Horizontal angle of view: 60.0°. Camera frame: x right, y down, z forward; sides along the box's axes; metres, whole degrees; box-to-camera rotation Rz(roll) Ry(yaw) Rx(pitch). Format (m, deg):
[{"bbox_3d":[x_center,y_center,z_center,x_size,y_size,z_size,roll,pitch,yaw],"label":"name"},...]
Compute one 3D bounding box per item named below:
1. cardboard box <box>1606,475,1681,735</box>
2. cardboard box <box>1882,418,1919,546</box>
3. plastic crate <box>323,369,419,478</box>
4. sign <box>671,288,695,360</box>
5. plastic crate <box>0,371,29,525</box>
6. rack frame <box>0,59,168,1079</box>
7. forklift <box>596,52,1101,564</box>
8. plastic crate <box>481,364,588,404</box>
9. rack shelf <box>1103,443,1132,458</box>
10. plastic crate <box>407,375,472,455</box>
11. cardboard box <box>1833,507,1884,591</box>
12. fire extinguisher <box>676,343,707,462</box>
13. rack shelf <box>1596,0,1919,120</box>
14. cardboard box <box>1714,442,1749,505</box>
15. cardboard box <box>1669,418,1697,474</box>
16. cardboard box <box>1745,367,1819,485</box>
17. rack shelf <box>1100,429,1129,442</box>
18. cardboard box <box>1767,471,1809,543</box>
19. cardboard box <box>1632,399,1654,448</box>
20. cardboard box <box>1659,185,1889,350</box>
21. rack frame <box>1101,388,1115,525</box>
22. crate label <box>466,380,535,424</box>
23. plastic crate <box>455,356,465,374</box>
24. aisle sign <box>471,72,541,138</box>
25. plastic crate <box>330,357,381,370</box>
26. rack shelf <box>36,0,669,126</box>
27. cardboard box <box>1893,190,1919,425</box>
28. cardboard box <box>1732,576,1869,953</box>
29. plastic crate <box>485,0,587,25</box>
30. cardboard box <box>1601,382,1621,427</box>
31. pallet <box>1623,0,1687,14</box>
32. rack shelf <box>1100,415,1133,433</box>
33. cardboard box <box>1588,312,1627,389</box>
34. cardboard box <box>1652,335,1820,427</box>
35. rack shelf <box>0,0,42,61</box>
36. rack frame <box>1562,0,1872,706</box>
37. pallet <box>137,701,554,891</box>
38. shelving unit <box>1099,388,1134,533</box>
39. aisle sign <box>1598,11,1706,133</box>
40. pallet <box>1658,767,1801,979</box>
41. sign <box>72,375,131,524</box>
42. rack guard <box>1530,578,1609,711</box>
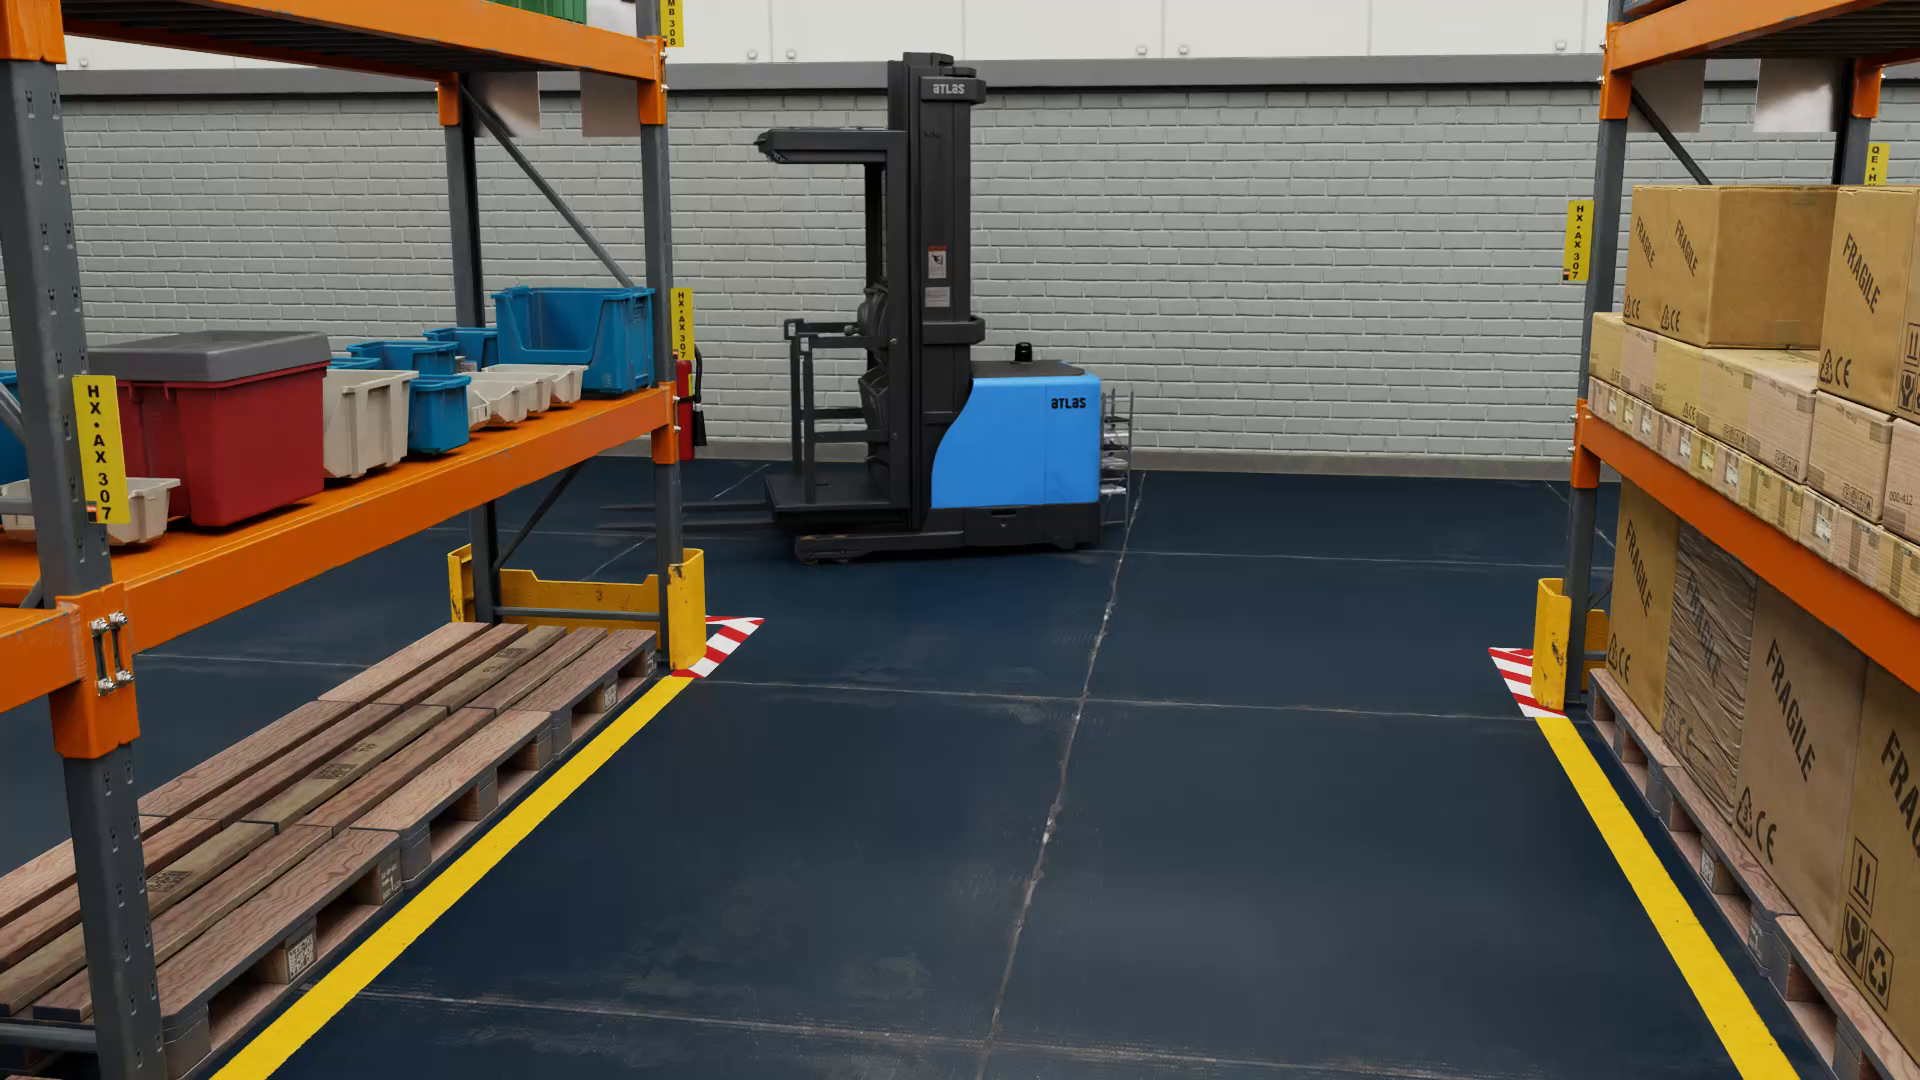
[{"bbox_3d":[3.074,0.218,6.408,0.875,0.875,0.875,2,12,9],"label":"cardboard box"},{"bbox_3d":[2.287,-0.091,3.445,0.500,0.250,0.500,2,12,8],"label":"cardboard box"},{"bbox_3d":[-1.999,-0.362,5.193,0.437,0.282,0.530,2,12,9],"label":"plastic crate"},{"bbox_3d":[-1.254,-0.977,7.519,0.100,0.325,0.005,2,12,9],"label":"sign"},{"bbox_3d":[-2.681,-0.209,4.237,0.392,0.384,0.575,2,12,9],"label":"plastic crate"},{"bbox_3d":[-2.412,-0.079,3.739,0.949,2.616,0.053,2,12,9],"label":"rack frame"},{"bbox_3d":[-0.704,-1.409,10.073,3.031,2.935,1.130,-2,12,-10],"label":"forklift"},{"bbox_3d":[-1.747,-0.636,6.810,0.396,0.136,0.243,2,12,9],"label":"plastic crate"},{"bbox_3d":[0.942,-0.569,10.711,0.258,0.077,0.200,-5,13,-30],"label":"rack shelf"},{"bbox_3d":[-1.863,-0.423,5.592,0.416,0.233,0.300,2,12,9],"label":"plastic crate"},{"bbox_3d":[2.281,0.023,3.862,0.380,0.149,0.250,2,12,8],"label":"cardboard box"},{"bbox_3d":[-1.328,-0.708,7.728,0.296,0.674,0.183,2,12,9],"label":"fire extinguisher"},{"bbox_3d":[2.786,-1.449,4.687,1.077,0.370,4.000,2,12,9],"label":"rack shelf"},{"bbox_3d":[2.439,-0.190,4.852,0.380,0.149,0.250,2,12,10],"label":"cardboard box"},{"bbox_3d":[2.518,-0.297,5.350,0.380,0.149,0.250,2,12,8],"label":"cardboard box"},{"bbox_3d":[2.443,-0.305,4.439,0.500,0.250,0.500,2,12,10],"label":"cardboard box"},{"bbox_3d":[0.944,-0.658,10.694,0.258,0.077,0.200,-5,13,-30],"label":"rack shelf"},{"bbox_3d":[2.360,-0.084,4.359,0.380,0.149,0.250,2,12,10],"label":"cardboard box"},{"bbox_3d":[2.597,-0.404,5.844,0.380,0.149,0.250,2,12,8],"label":"cardboard box"},{"bbox_3d":[2.603,-0.887,5.357,0.500,0.500,0.500,2,12,7],"label":"cardboard box"},{"bbox_3d":[0.889,-0.532,10.808,0.240,0.900,0.006,-5,13,-30],"label":"rack frame"},{"bbox_3d":[-1.824,-0.518,6.259,0.396,0.136,0.243,2,12,9],"label":"crate label"},{"bbox_3d":[-2.295,-0.707,7.138,0.250,0.136,0.298,2,12,9],"label":"plastic crate"},{"bbox_3d":[-2.083,-2.207,7.444,0.394,0.787,0.004,2,12,9],"label":"aisle sign"},{"bbox_3d":[-2.366,-0.544,6.154,0.416,0.233,0.300,2,12,9],"label":"plastic crate"},{"bbox_3d":[-2.108,-1.610,5.431,1.077,0.370,4.000,2,12,9],"label":"rack shelf"},{"bbox_3d":[2.285,-0.461,3.385,0.500,0.500,0.500,2,12,10],"label":"cardboard box"},{"bbox_3d":[2.798,0.593,4.669,0.875,0.875,0.875,2,12,9],"label":"cardboard box"},{"bbox_3d":[-1.670,-2.060,6.314,0.450,0.188,0.336,2,12,9],"label":"plastic crate"},{"bbox_3d":[2.675,-0.512,6.344,0.380,0.149,0.250,2,12,8],"label":"cardboard box"},{"bbox_3d":[2.990,-2.019,5.834,1.003,0.211,1.213,2,12,9],"label":"pallet"},{"bbox_3d":[0.947,-0.746,10.676,0.258,0.077,0.200,-5,13,-30],"label":"rack shelf"},{"bbox_3d":[2.753,-0.732,6.420,0.500,0.250,0.500,2,12,7],"label":"cardboard box"},{"bbox_3d":[2.599,-0.519,5.432,0.500,0.250,0.500,1,12,7],"label":"cardboard box"},{"bbox_3d":[-2.723,-0.777,1.568,1.077,0.370,4.000,2,12,9],"label":"rack shelf"},{"bbox_3d":[3.094,-0.751,6.859,1.000,3.000,0.127,2,12,9],"label":"rack frame"},{"bbox_3d":[-2.155,0.875,5.931,1.003,0.211,1.213,2,12,9],"label":"pallet"},{"bbox_3d":[0.941,-0.514,10.723,0.258,0.900,0.210,-5,13,-30],"label":"shelving unit"},{"bbox_3d":[2.808,-2.047,6.699,0.394,0.787,0.004,2,12,9],"label":"aisle sign"},{"bbox_3d":[2.858,1.034,5.193,1.003,0.211,1.213,2,12,9],"label":"pallet"},{"bbox_3d":[-1.872,-0.196,3.626,0.100,0.325,0.005,2,12,9],"label":"sign"},{"bbox_3d":[3.097,0.466,7.145,1.175,0.500,0.348,2,12,9],"label":"rack guard"}]
